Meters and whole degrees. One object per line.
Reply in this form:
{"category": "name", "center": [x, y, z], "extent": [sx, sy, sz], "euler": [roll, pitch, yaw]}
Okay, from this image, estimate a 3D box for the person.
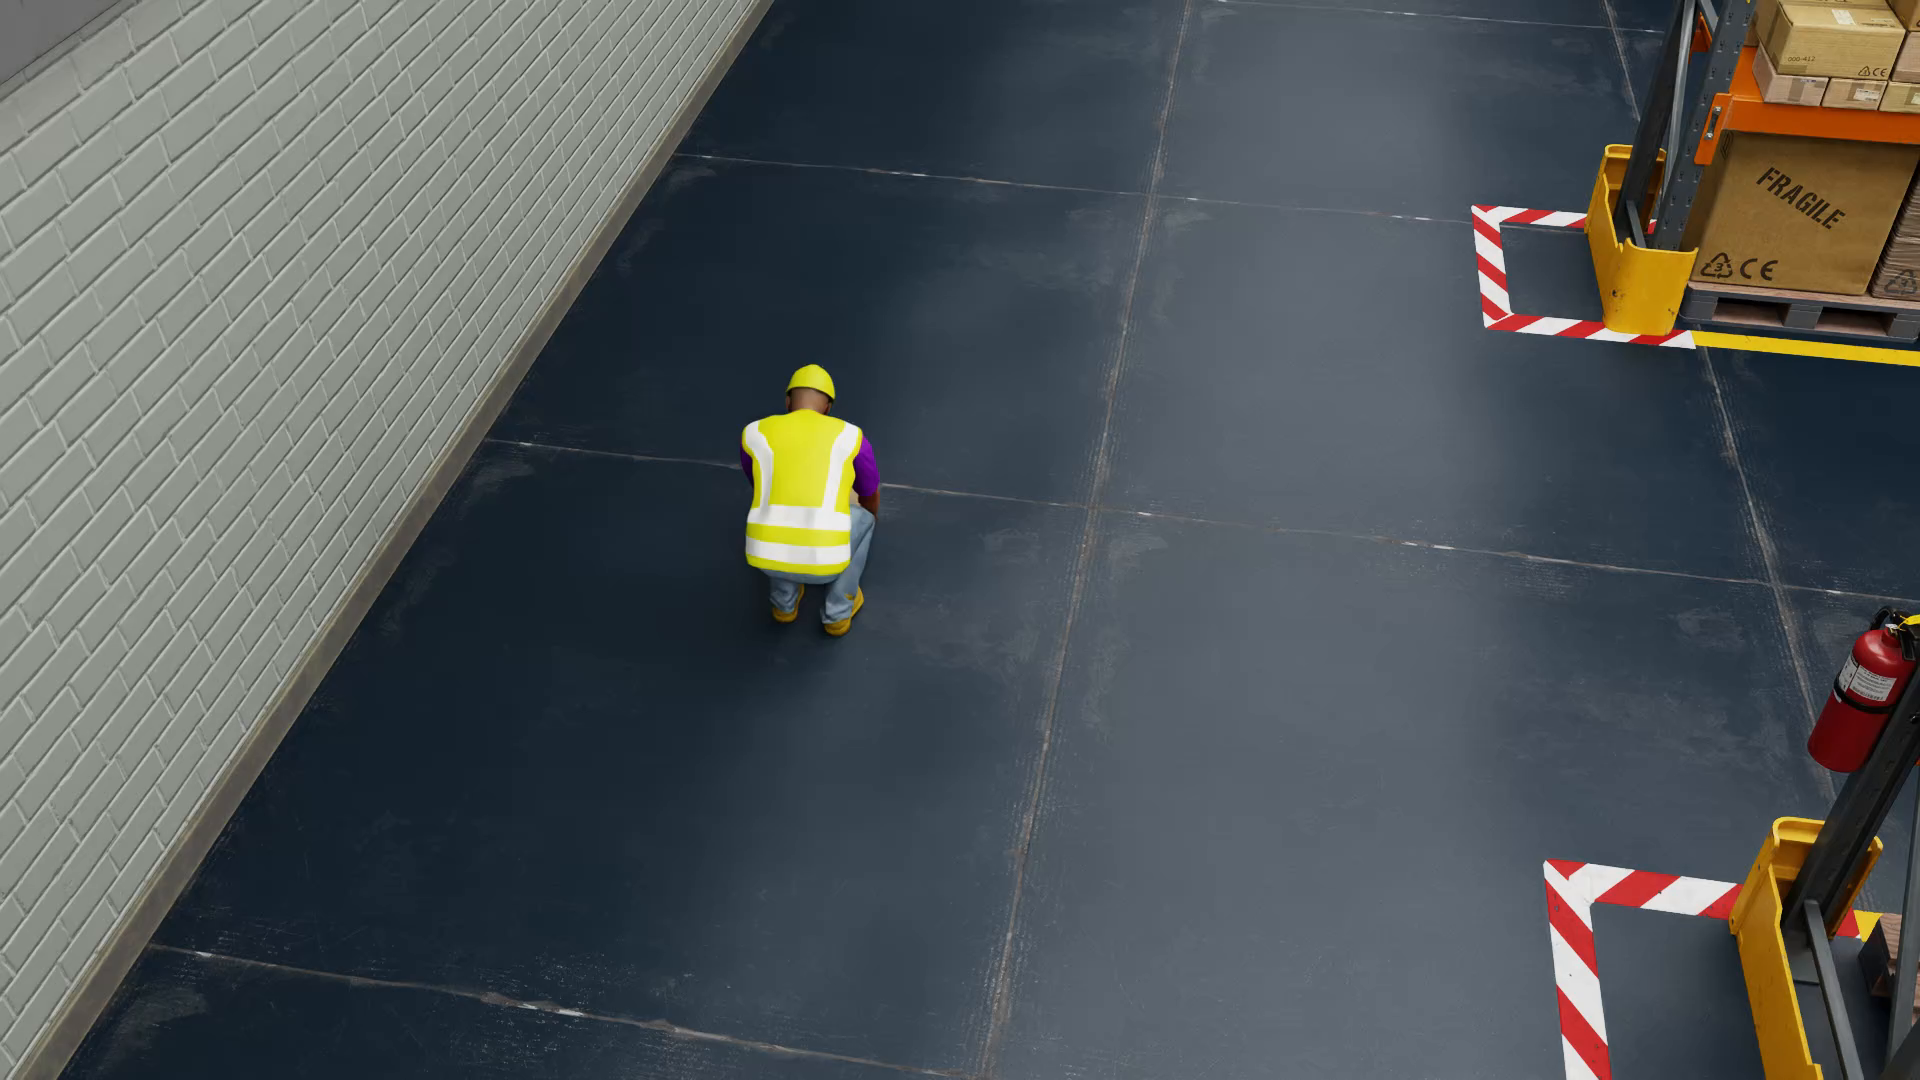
{"category": "person", "center": [-0.654, -0.138, 6.943], "extent": [0.572, 0.942, 0.896], "euler": [6, 41, 8]}
